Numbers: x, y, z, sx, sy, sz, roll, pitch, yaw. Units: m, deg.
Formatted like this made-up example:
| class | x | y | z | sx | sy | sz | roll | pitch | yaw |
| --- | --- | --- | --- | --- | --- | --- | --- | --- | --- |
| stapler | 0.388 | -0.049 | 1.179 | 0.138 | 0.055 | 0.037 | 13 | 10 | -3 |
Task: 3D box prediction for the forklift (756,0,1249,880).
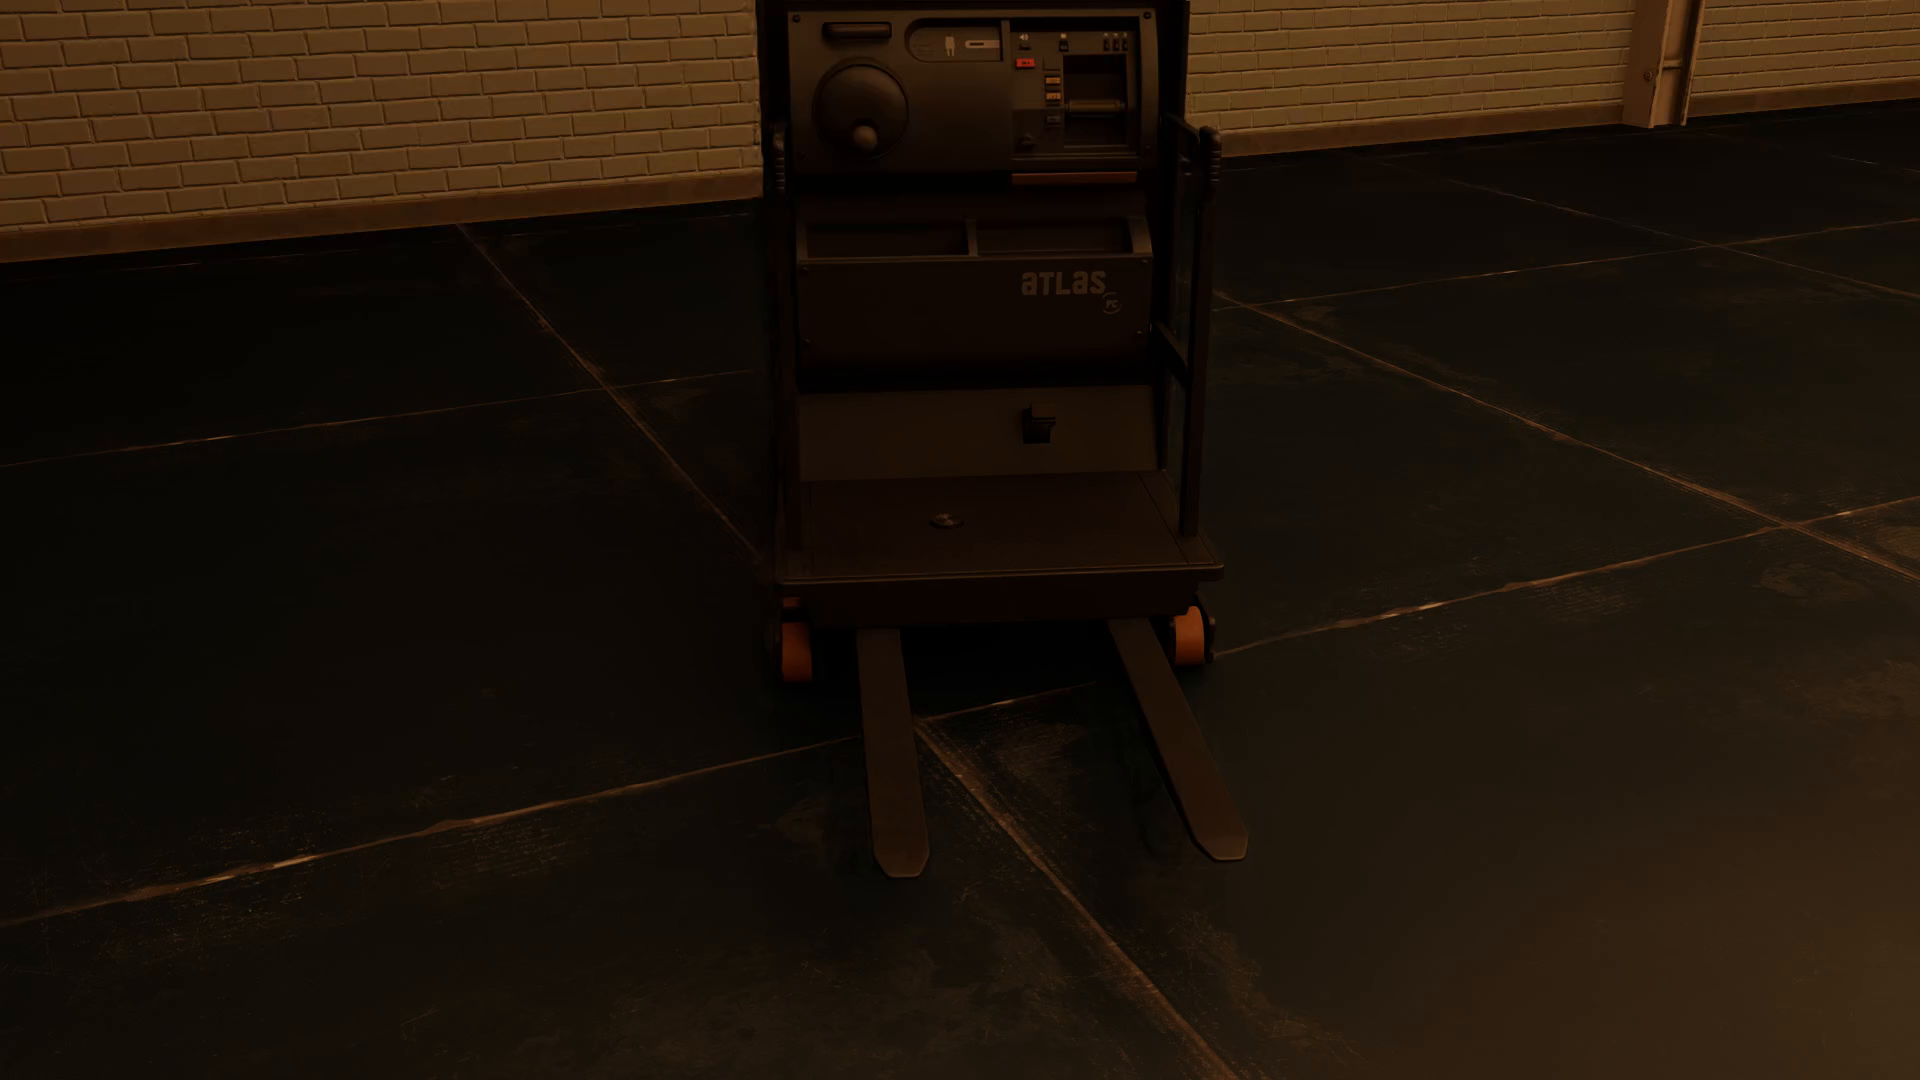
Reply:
| class | x | y | z | sx | sy | sz | roll | pitch | yaw |
| --- | --- | --- | --- | --- | --- | --- | --- | --- | --- |
| forklift | 0.058 | -1.120 | 3.983 | 1.130 | 2.935 | 3.031 | -2 | 23 | -5 |
